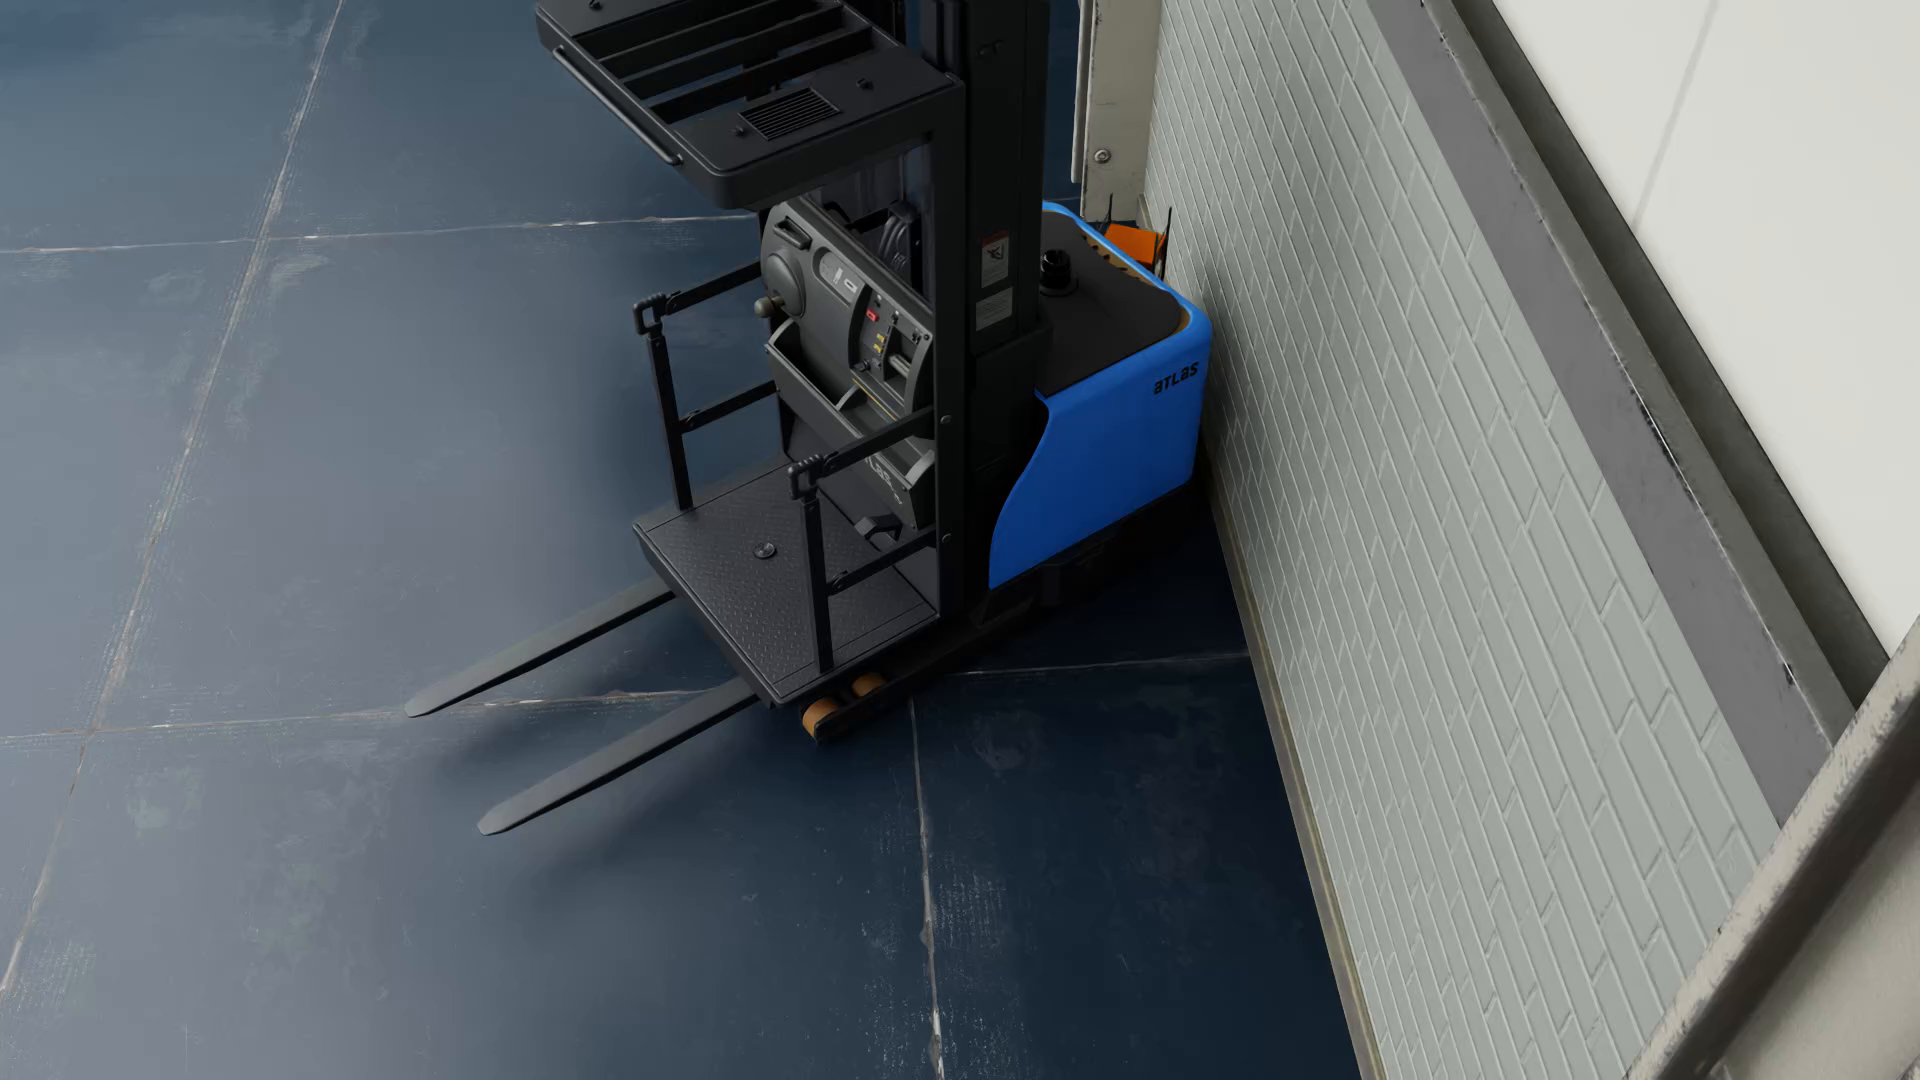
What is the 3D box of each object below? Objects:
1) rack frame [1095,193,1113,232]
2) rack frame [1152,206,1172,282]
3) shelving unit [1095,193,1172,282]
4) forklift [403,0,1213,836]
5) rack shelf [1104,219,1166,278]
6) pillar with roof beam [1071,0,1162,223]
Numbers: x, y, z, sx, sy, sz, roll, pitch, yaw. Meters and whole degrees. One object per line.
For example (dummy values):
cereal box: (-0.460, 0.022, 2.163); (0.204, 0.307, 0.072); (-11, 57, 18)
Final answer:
rack frame: (0.568, -0.949, 6.926); (0.008, 1.050, 0.200); (16, 49, 14)
rack frame: (0.796, -0.885, 6.865); (0.008, 1.050, 0.200); (16, 49, 14)
shelving unit: (0.682, -0.917, 6.895); (0.252, 1.050, 0.215); (16, 49, 14)
forklift: (-0.552, -0.716, 5.409); (3.031, 2.935, 1.130); (-28, 53, -24)
rack shelf: (0.682, -1.105, 6.697); (0.240, 0.259, 0.215); (16, 49, 14)
pillar with roof beam: (-3.552, -4.558, 4.869); (9.100, 9.000, 0.400); (-3, 47, -3)
